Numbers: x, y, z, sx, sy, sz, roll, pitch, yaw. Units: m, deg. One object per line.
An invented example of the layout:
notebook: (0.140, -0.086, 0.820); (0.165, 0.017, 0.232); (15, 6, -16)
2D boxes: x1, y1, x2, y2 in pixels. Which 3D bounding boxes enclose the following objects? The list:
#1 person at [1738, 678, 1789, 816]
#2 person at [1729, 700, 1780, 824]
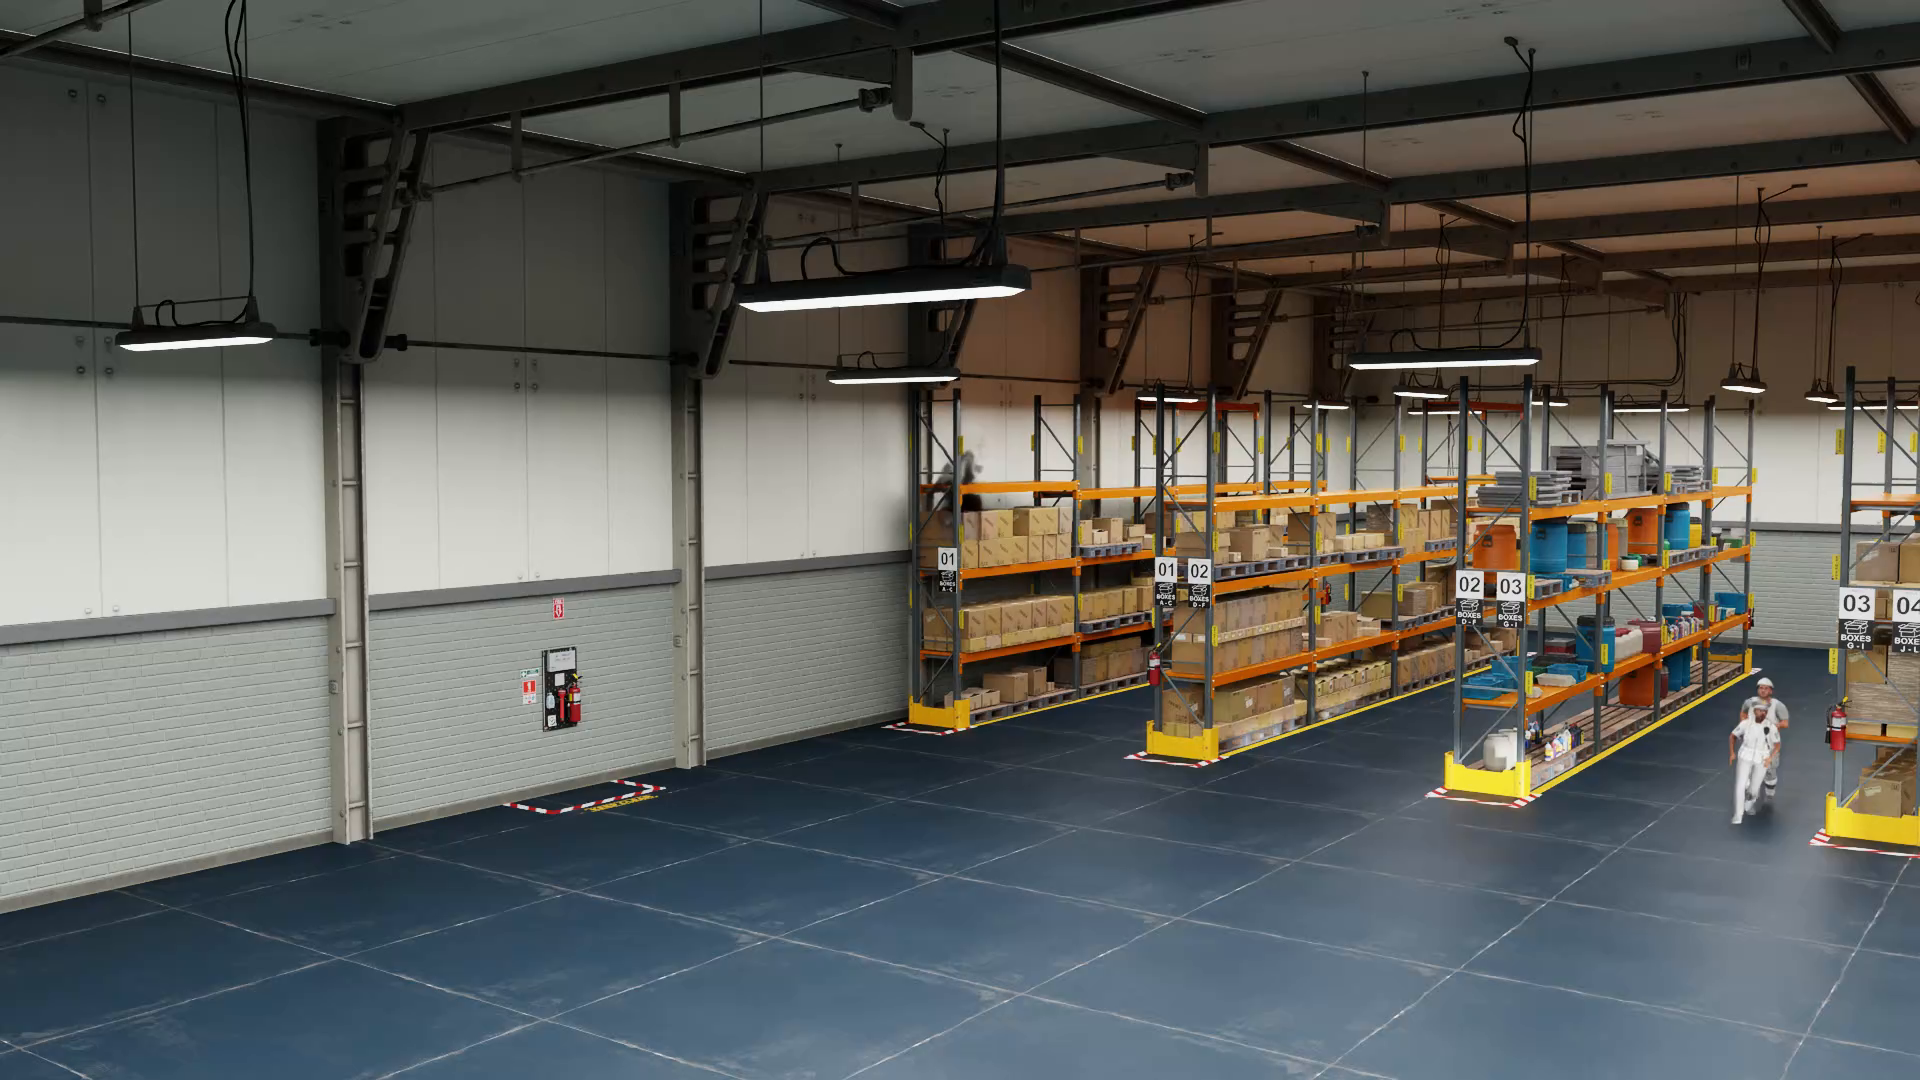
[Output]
person: (10.973, 2.799, 22.739); (0.653, 1.837, 0.830); (2, 4, 32)
person: (10.554, 2.933, 22.102); (0.620, 1.649, 0.637); (2, 4, 28)
